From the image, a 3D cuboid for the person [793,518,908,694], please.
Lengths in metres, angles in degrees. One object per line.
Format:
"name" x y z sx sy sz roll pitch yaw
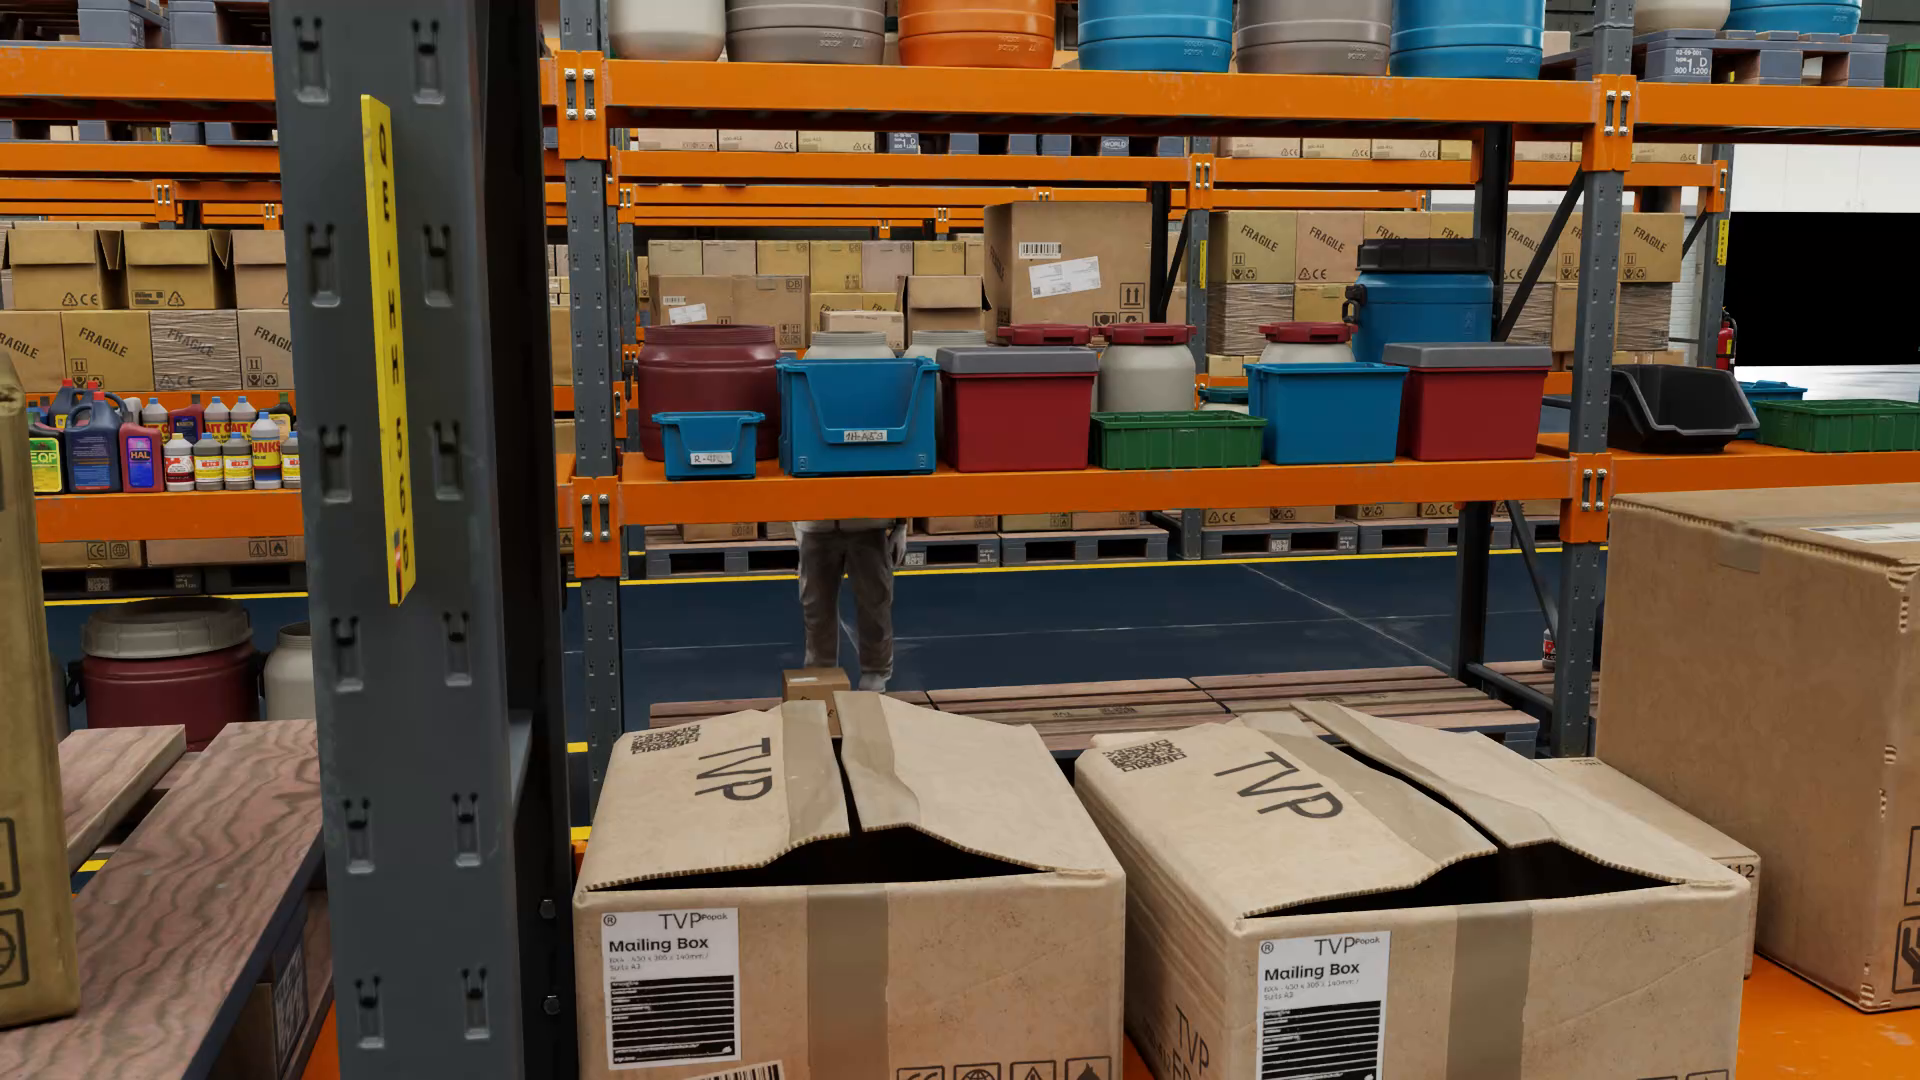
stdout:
"person" -0.497 -0.010 7.270 0.545 1.787 0.465 1 10 7
